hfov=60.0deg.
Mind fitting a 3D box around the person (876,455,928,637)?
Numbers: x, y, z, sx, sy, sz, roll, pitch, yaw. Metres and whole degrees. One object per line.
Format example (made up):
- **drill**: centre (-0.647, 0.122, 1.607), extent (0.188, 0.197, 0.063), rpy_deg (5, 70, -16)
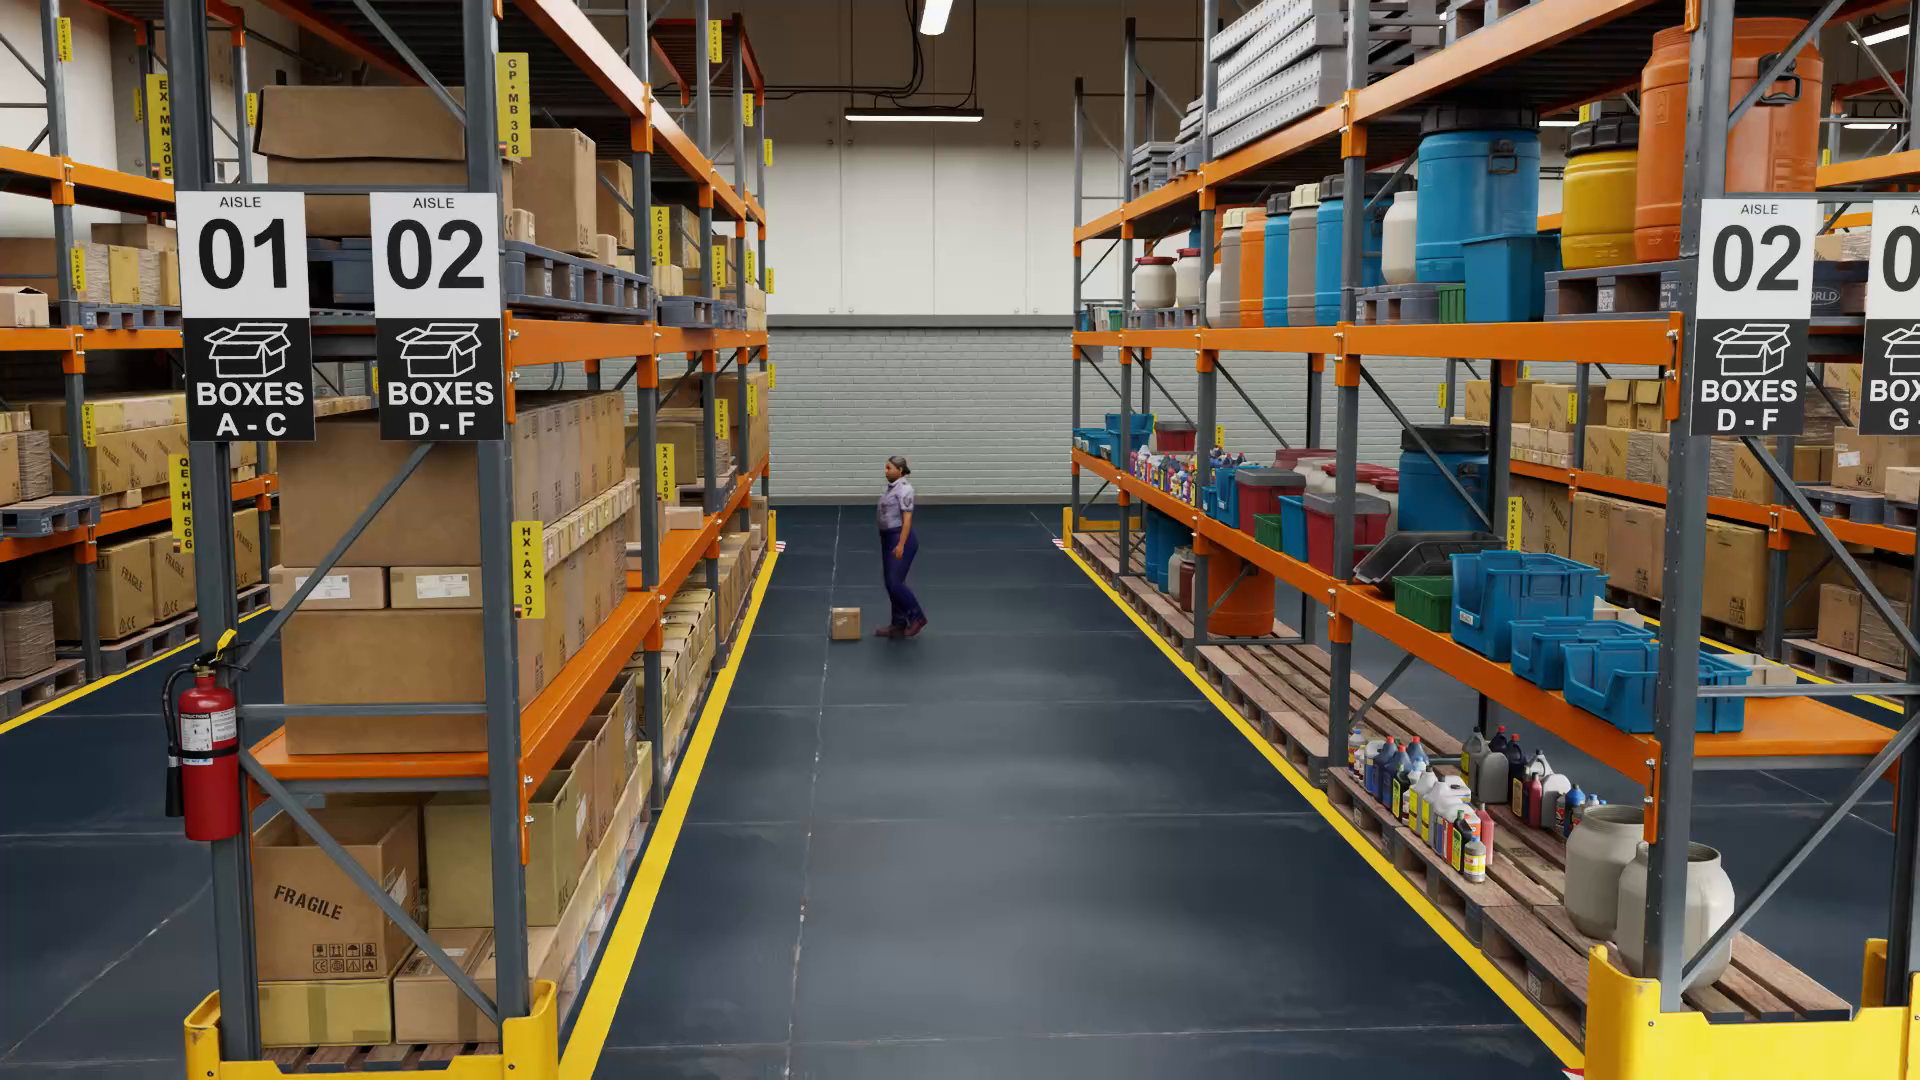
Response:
- **person**: centre (-0.542, 0.056, 15.239), extent (0.433, 1.659, 0.529), rpy_deg (-2, 7, -16)
